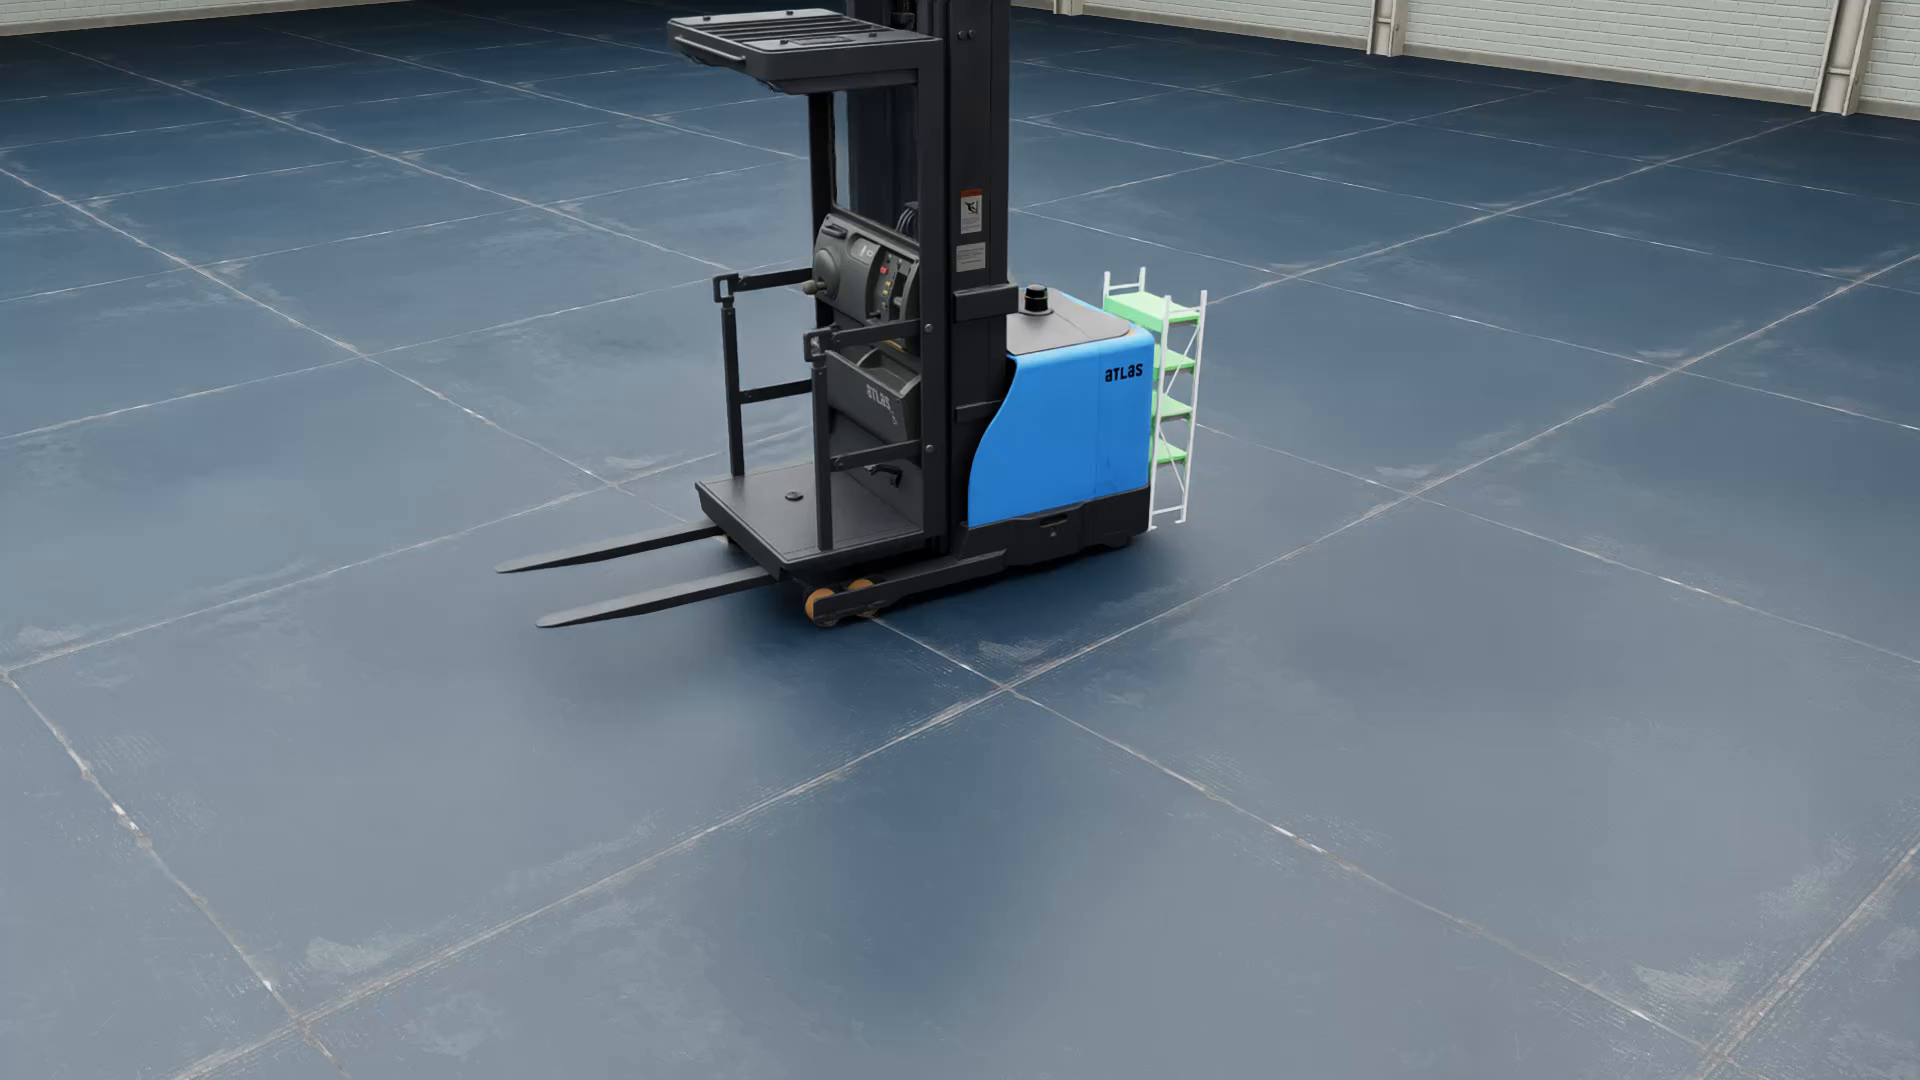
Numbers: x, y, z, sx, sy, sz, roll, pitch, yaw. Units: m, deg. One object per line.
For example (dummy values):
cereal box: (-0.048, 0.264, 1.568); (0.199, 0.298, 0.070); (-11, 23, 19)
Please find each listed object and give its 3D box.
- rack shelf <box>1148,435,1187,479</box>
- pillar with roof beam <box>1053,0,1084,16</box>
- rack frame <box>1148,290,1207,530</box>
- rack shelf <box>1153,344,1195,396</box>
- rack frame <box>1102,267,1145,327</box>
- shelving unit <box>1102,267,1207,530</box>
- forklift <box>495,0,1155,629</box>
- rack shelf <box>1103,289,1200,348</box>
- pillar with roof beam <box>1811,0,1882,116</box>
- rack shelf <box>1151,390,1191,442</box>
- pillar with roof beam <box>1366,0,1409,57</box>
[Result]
rack shelf: (0.922, -0.433, 8.472); (0.258, 0.148, 0.480); (-12, 27, -29)
pillar with roof beam: (-1.384, -11.393, 22.381); (9.100, 9.000, 0.400); (-21, 32, -38)
rack frame: (1.059, -0.625, 8.162); (0.240, 1.200, 0.015); (-12, 27, -29)
rack shelf: (0.938, -0.873, 8.282); (0.258, 0.148, 0.480); (-12, 27, -29)
rack frame: (0.806, -0.798, 8.542); (0.240, 1.200, 0.015); (-12, 27, -29)
shelving unit: (0.932, -0.712, 8.352); (0.258, 1.200, 0.503); (-12, 27, -29)
forklift: (-0.604, -1.198, 7.345); (3.031, 2.935, 1.130); (-13, 28, -27)
rack shelf: (0.946, -1.093, 8.187); (0.258, 0.148, 0.480); (-12, 27, -29)
pillar with roof beam: (6.818, -7.757, 14.412); (9.100, 9.000, 0.400); (-21, 32, -38)
rack shelf: (0.930, -0.653, 8.377); (0.258, 0.148, 0.480); (-12, 27, -29)
pillar with roof beam: (2.717, -9.575, 18.396); (9.100, 9.000, 0.400); (-21, 32, -38)
